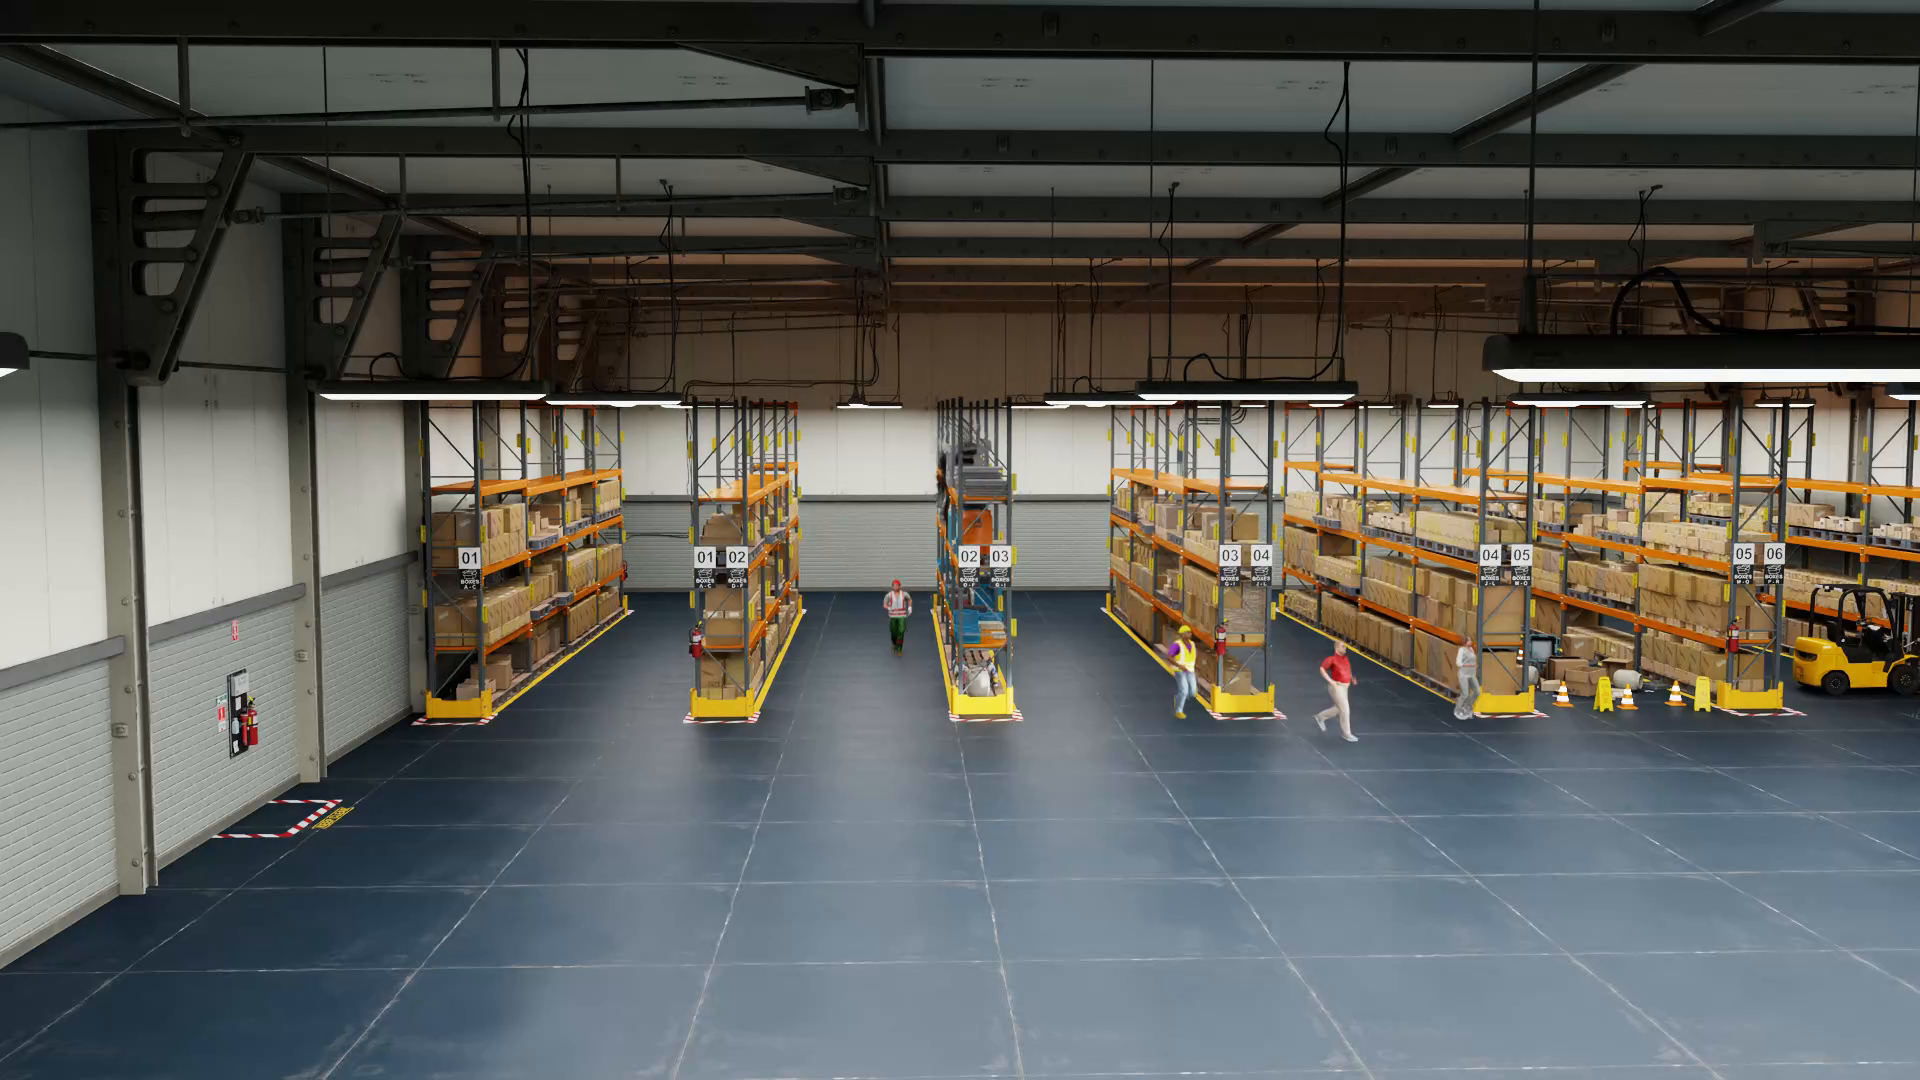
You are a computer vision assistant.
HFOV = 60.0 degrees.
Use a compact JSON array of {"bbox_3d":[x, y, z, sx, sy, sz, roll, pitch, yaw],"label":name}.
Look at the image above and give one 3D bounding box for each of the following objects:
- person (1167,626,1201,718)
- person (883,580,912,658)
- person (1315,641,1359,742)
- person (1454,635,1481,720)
[{"bbox_3d":[4.220,2.462,31.173,0.760,1.722,0.571,-3,5,-31],"label":"person"},{"bbox_3d":[-1.460,1.820,38.998,0.670,1.783,0.995,0,4,-3],"label":"person"},{"bbox_3d":[6.618,2.626,29.157,0.880,1.736,0.675,4,6,40],"label":"person"},{"bbox_3d":[9.433,2.563,30.871,0.528,1.614,0.580,-3,5,-34],"label":"person"}]
